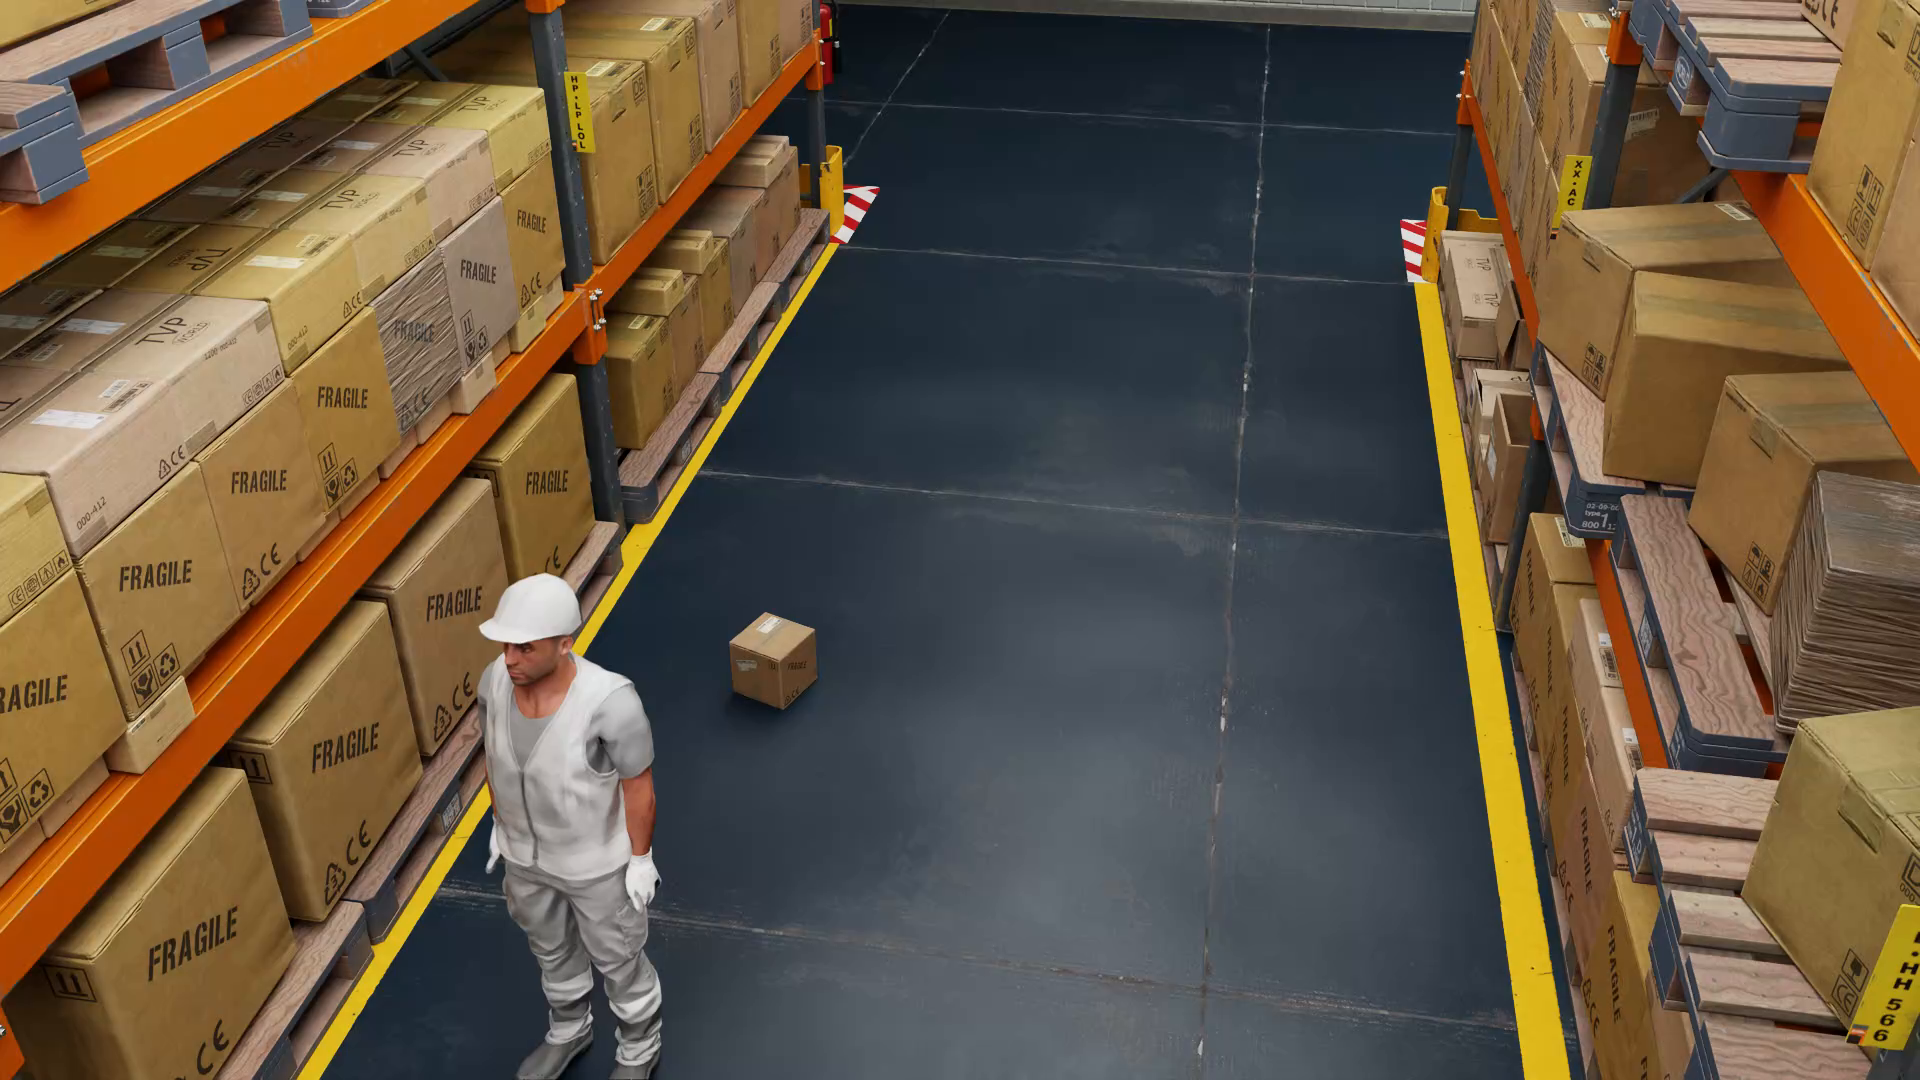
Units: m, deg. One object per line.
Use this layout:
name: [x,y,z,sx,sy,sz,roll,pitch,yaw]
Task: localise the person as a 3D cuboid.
person: [-1.110,0.888,4.692,0.546,1.795,0.354,12,34,18]
